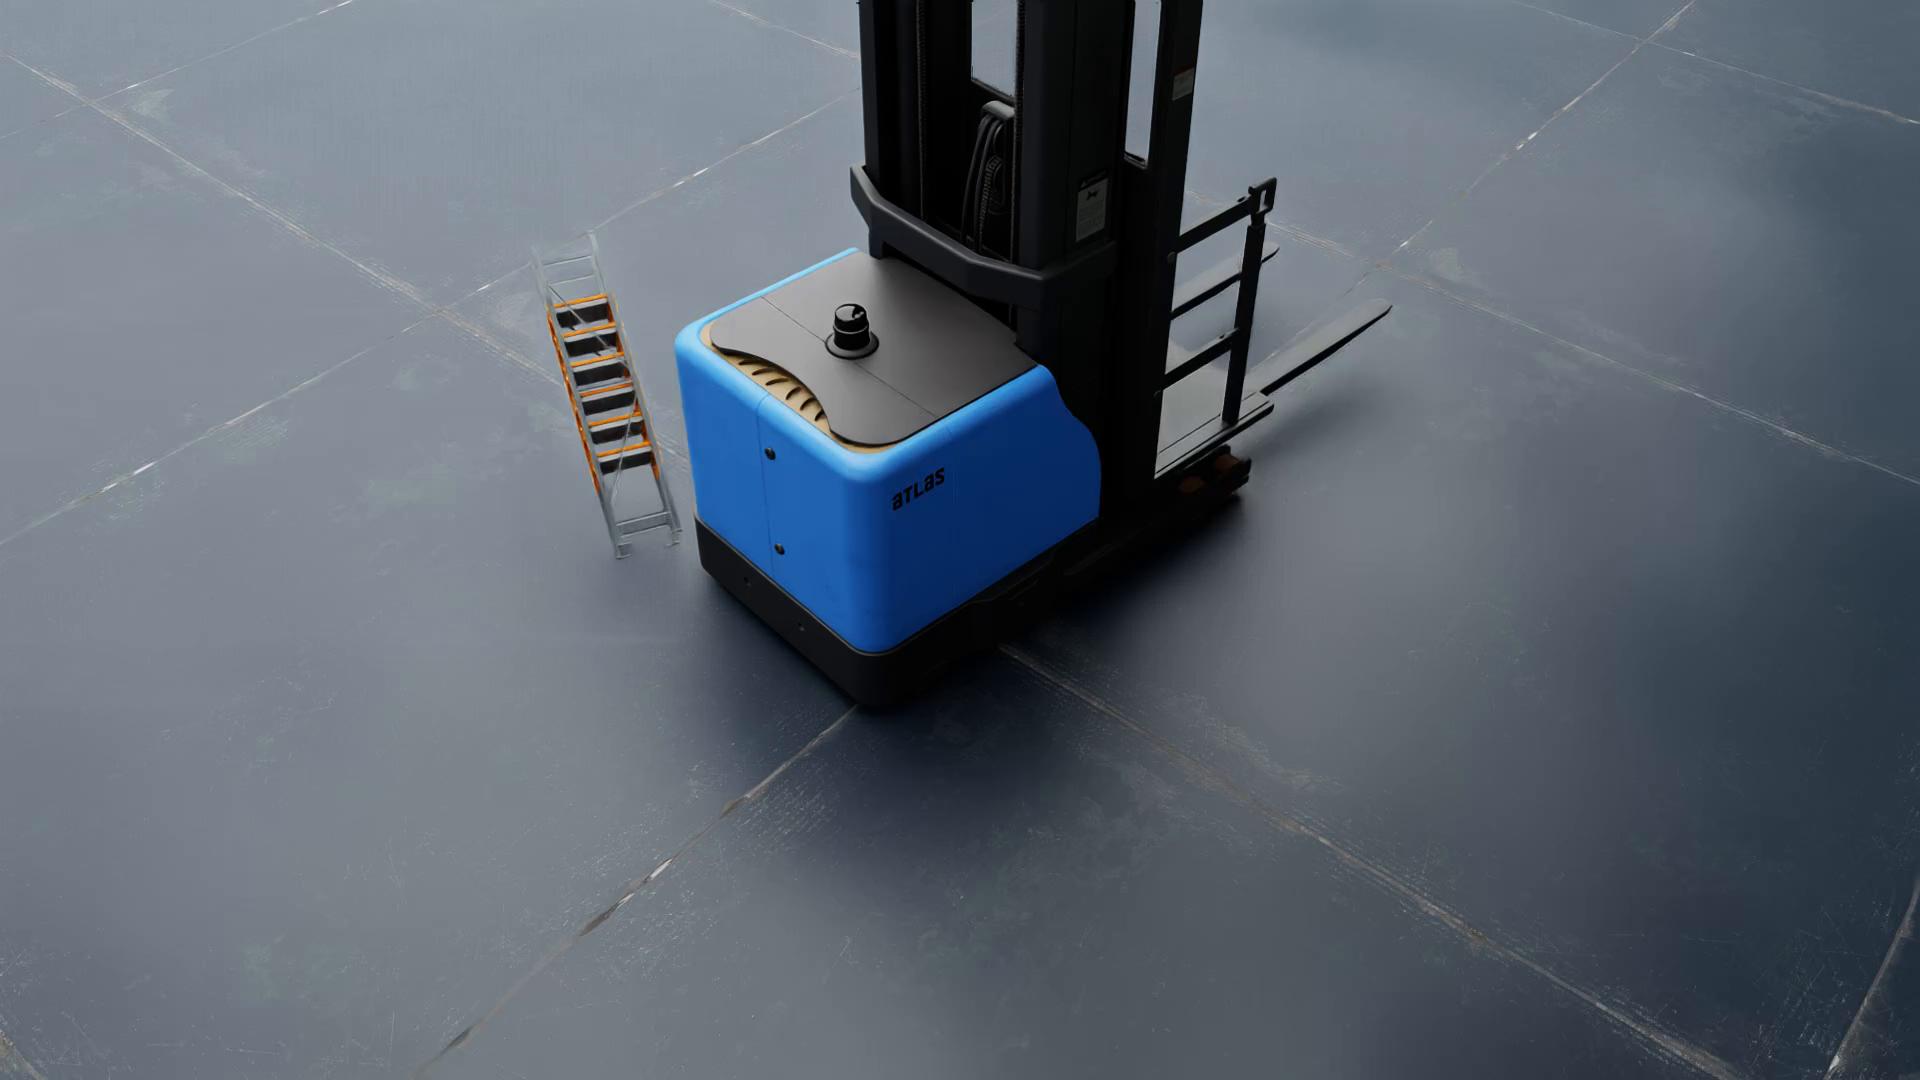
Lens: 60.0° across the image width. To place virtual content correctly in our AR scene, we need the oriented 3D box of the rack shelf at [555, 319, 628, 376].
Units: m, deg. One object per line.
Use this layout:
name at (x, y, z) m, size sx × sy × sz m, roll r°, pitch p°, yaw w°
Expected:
rack shelf at (-1.386, -0.723, 6.253) m, size 0.258 × 0.180 × 0.103 m, roll -15°, pitch 79°, yaw -16°

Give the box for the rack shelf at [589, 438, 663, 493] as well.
rack shelf at (-1.238, -0.275, 6.165) m, size 0.258 × 0.180 × 0.103 m, roll -15°, pitch 79°, yaw -16°

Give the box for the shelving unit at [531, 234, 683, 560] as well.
shelving unit at (-1.326, -0.541, 6.217) m, size 0.258 × 0.189 × 1.200 m, roll -15°, pitch 79°, yaw -16°

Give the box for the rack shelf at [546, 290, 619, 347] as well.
rack shelf at (-1.423, -0.835, 6.275) m, size 0.258 × 0.180 × 0.103 m, roll -15°, pitch 79°, yaw -16°

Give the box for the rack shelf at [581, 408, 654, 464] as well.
rack shelf at (-1.275, -0.387, 6.187) m, size 0.258 × 0.180 × 0.103 m, roll -15°, pitch 79°, yaw -16°

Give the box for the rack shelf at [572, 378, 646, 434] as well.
rack shelf at (-1.312, -0.499, 6.209) m, size 0.258 × 0.180 × 0.103 m, roll -15°, pitch 79°, yaw -16°

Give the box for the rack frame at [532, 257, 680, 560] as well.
rack frame at (-1.345, -0.517, 6.303) m, size 0.240 × 0.006 × 1.200 m, roll -15°, pitch 79°, yaw -16°

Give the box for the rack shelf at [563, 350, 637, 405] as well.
rack shelf at (-1.349, -0.611, 6.231) m, size 0.258 × 0.180 × 0.103 m, roll -15°, pitch 79°, yaw -16°

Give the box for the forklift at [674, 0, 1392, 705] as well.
forklift at (0.482, -1.396, 5.607) m, size 3.031 × 2.935 × 1.130 m, roll -31°, pitch 51°, yaw -30°

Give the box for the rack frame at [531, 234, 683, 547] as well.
rack frame at (-1.306, -0.564, 6.131) m, size 0.240 × 0.006 × 1.200 m, roll -15°, pitch 79°, yaw -16°
